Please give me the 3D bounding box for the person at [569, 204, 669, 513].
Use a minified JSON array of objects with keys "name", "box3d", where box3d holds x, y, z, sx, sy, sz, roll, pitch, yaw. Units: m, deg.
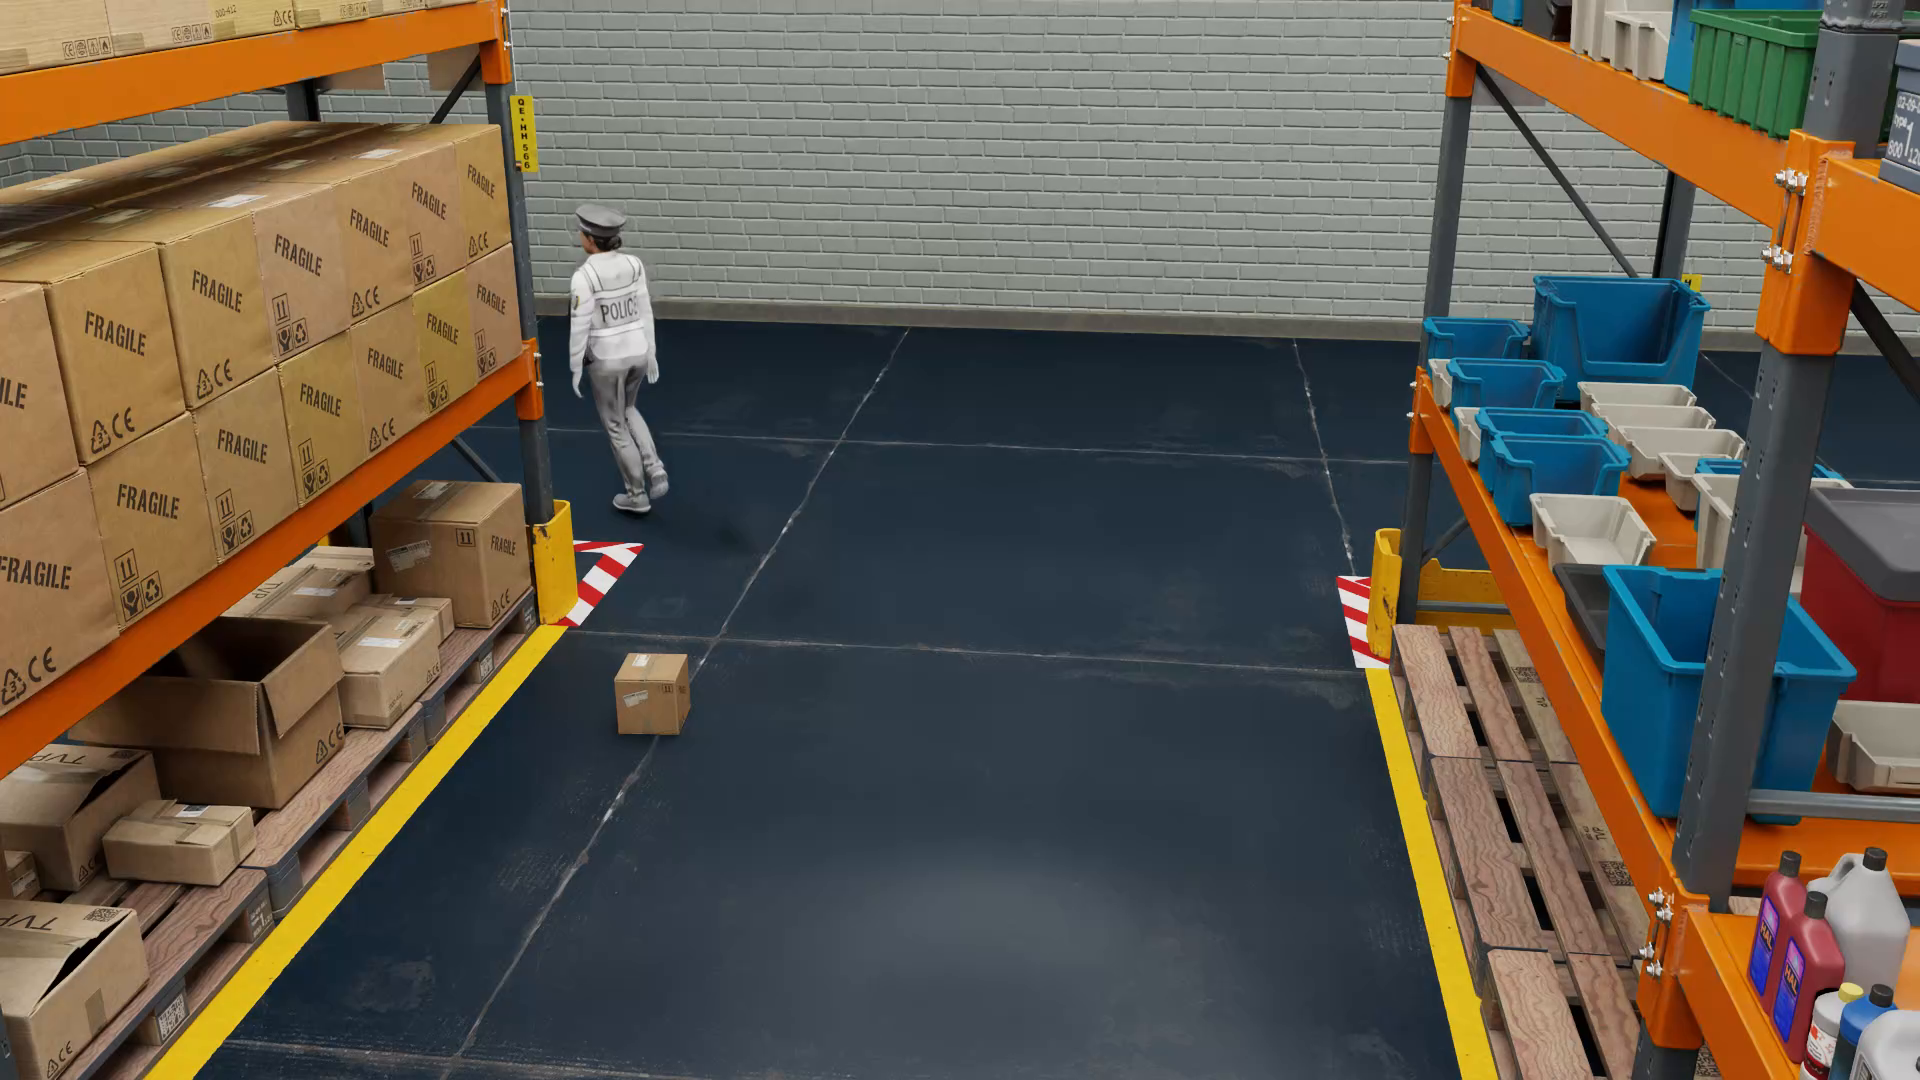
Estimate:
[{"name":"person","box3d":[-1.876,-0.957,8.928,0.418,1.679,0.513,17,27,36]}]
